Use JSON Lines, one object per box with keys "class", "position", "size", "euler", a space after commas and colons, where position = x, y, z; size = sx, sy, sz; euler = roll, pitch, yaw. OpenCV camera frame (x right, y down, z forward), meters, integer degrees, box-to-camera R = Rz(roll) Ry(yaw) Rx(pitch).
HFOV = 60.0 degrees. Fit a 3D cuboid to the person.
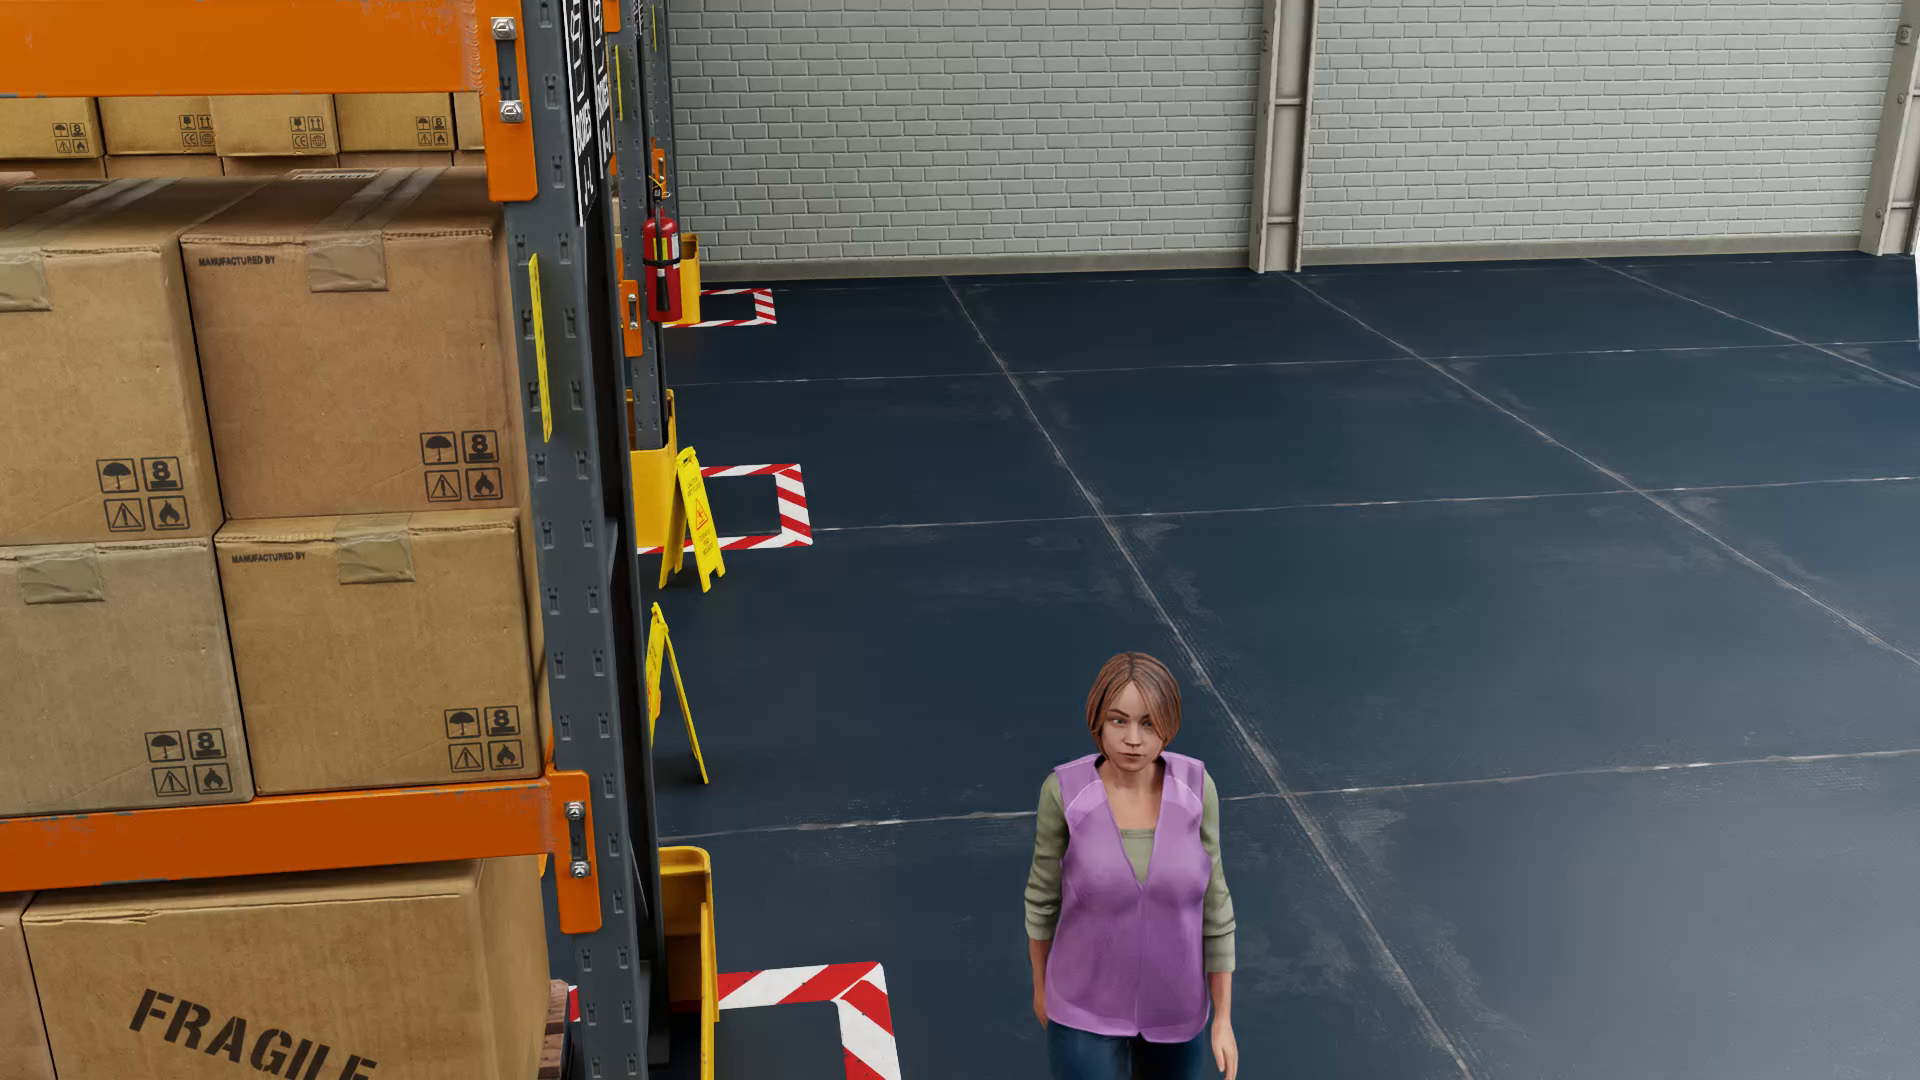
{"class": "person", "position": [0.350, 0.956, 3.490], "size": [0.413, 1.548, 0.881], "euler": [-3, 21, -8]}
